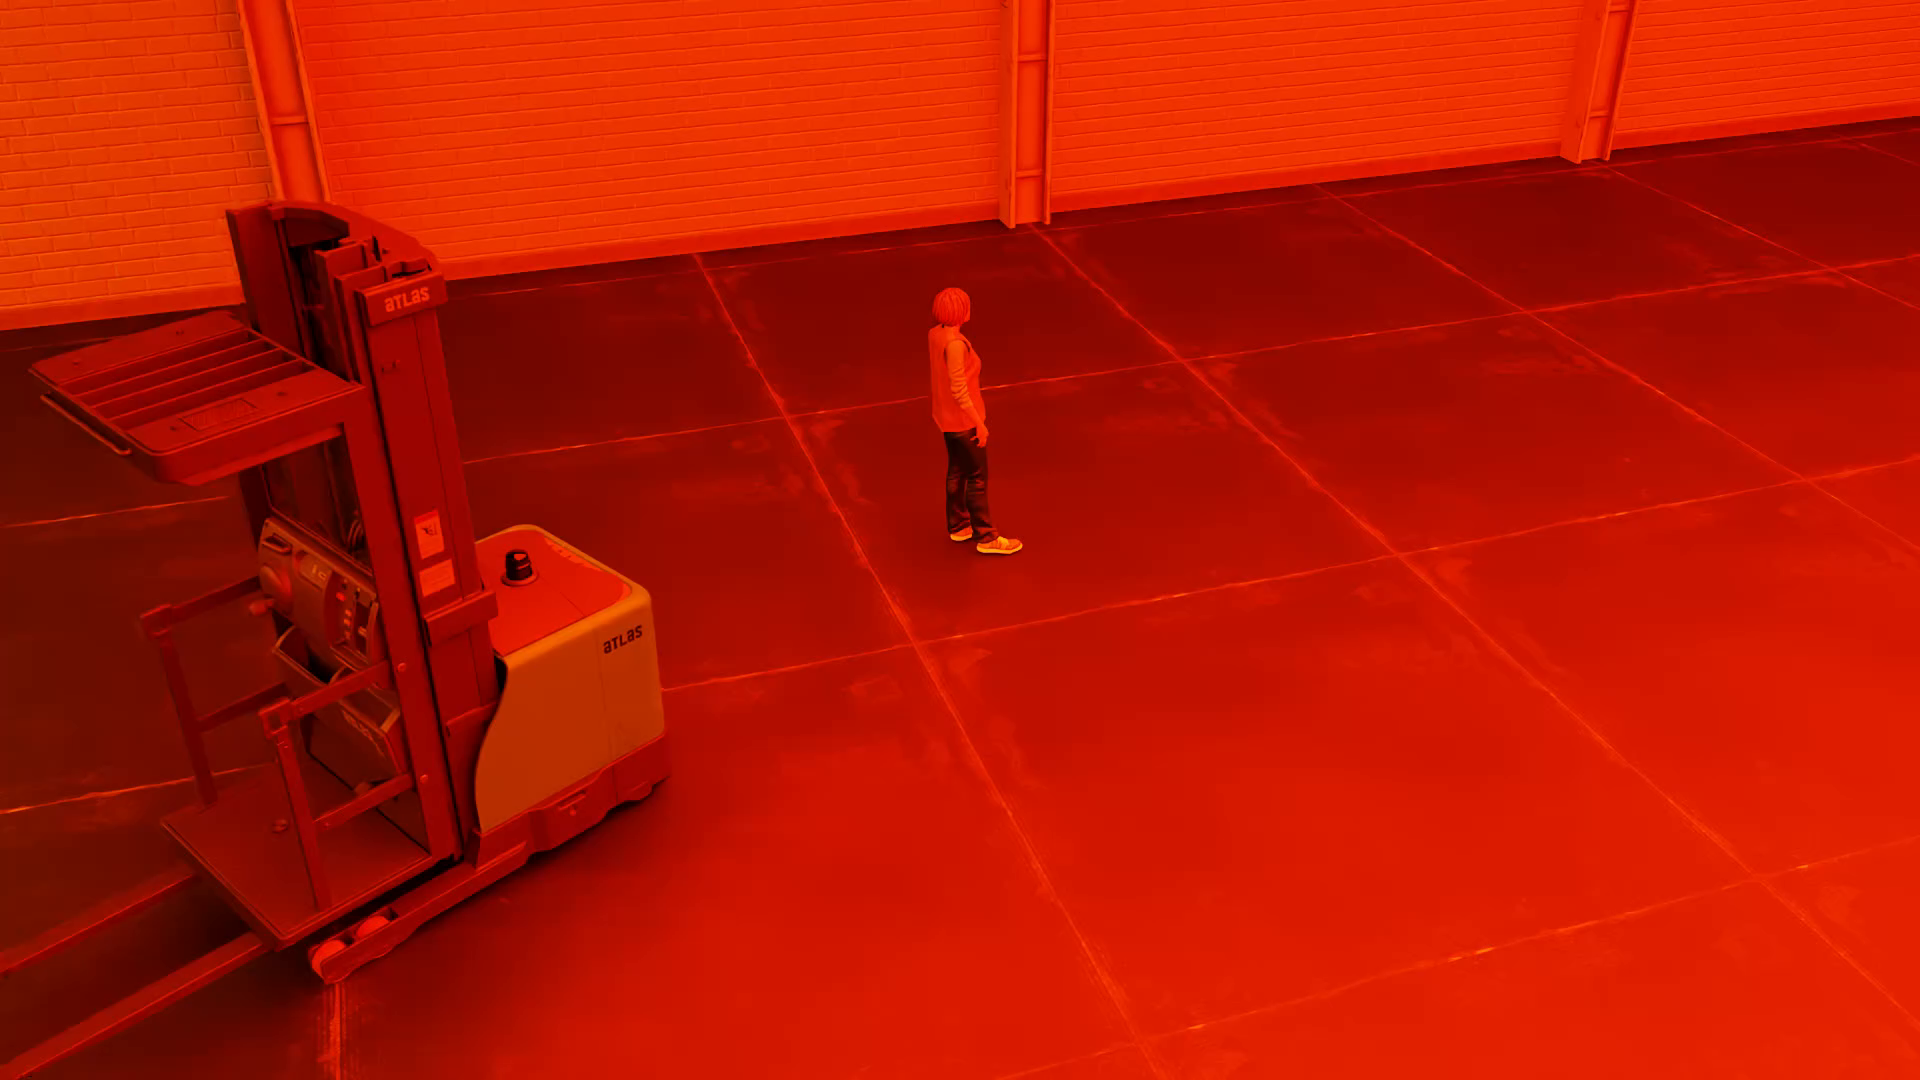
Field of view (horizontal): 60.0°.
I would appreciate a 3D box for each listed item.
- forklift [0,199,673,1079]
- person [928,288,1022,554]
[{"bbox_3d":[-2.751,0.263,6.630,1.130,2.935,3.031,25,38,36],"label":"forklift"},{"bbox_3d":[0.074,-0.704,9.632,0.476,1.597,0.520,-10,31,-16],"label":"person"}]
